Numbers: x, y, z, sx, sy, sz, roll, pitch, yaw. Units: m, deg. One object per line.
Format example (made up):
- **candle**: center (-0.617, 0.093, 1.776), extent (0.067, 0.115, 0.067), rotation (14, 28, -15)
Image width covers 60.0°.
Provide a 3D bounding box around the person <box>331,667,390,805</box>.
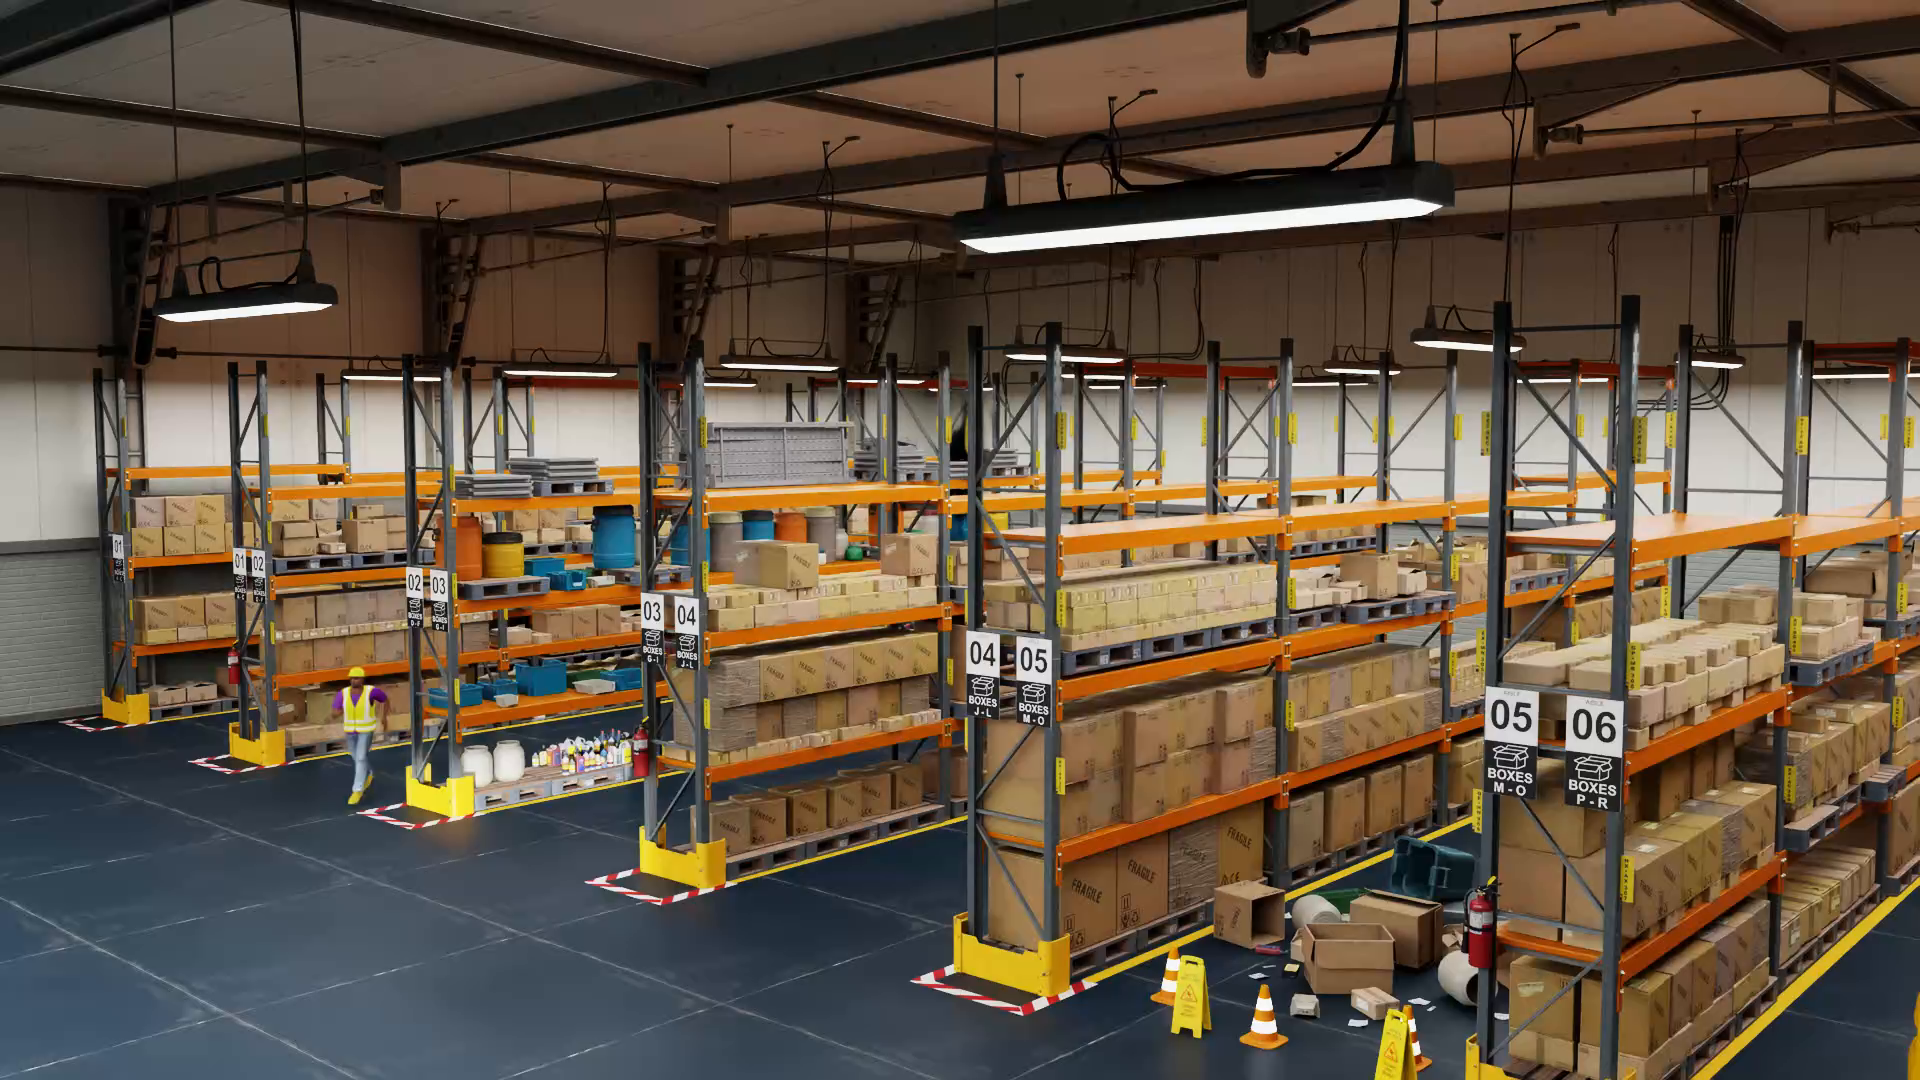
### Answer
- **person**: center (-8.136, 2.597, 22.524), extent (0.688, 1.781, 0.950), rotation (0, 4, 2)
